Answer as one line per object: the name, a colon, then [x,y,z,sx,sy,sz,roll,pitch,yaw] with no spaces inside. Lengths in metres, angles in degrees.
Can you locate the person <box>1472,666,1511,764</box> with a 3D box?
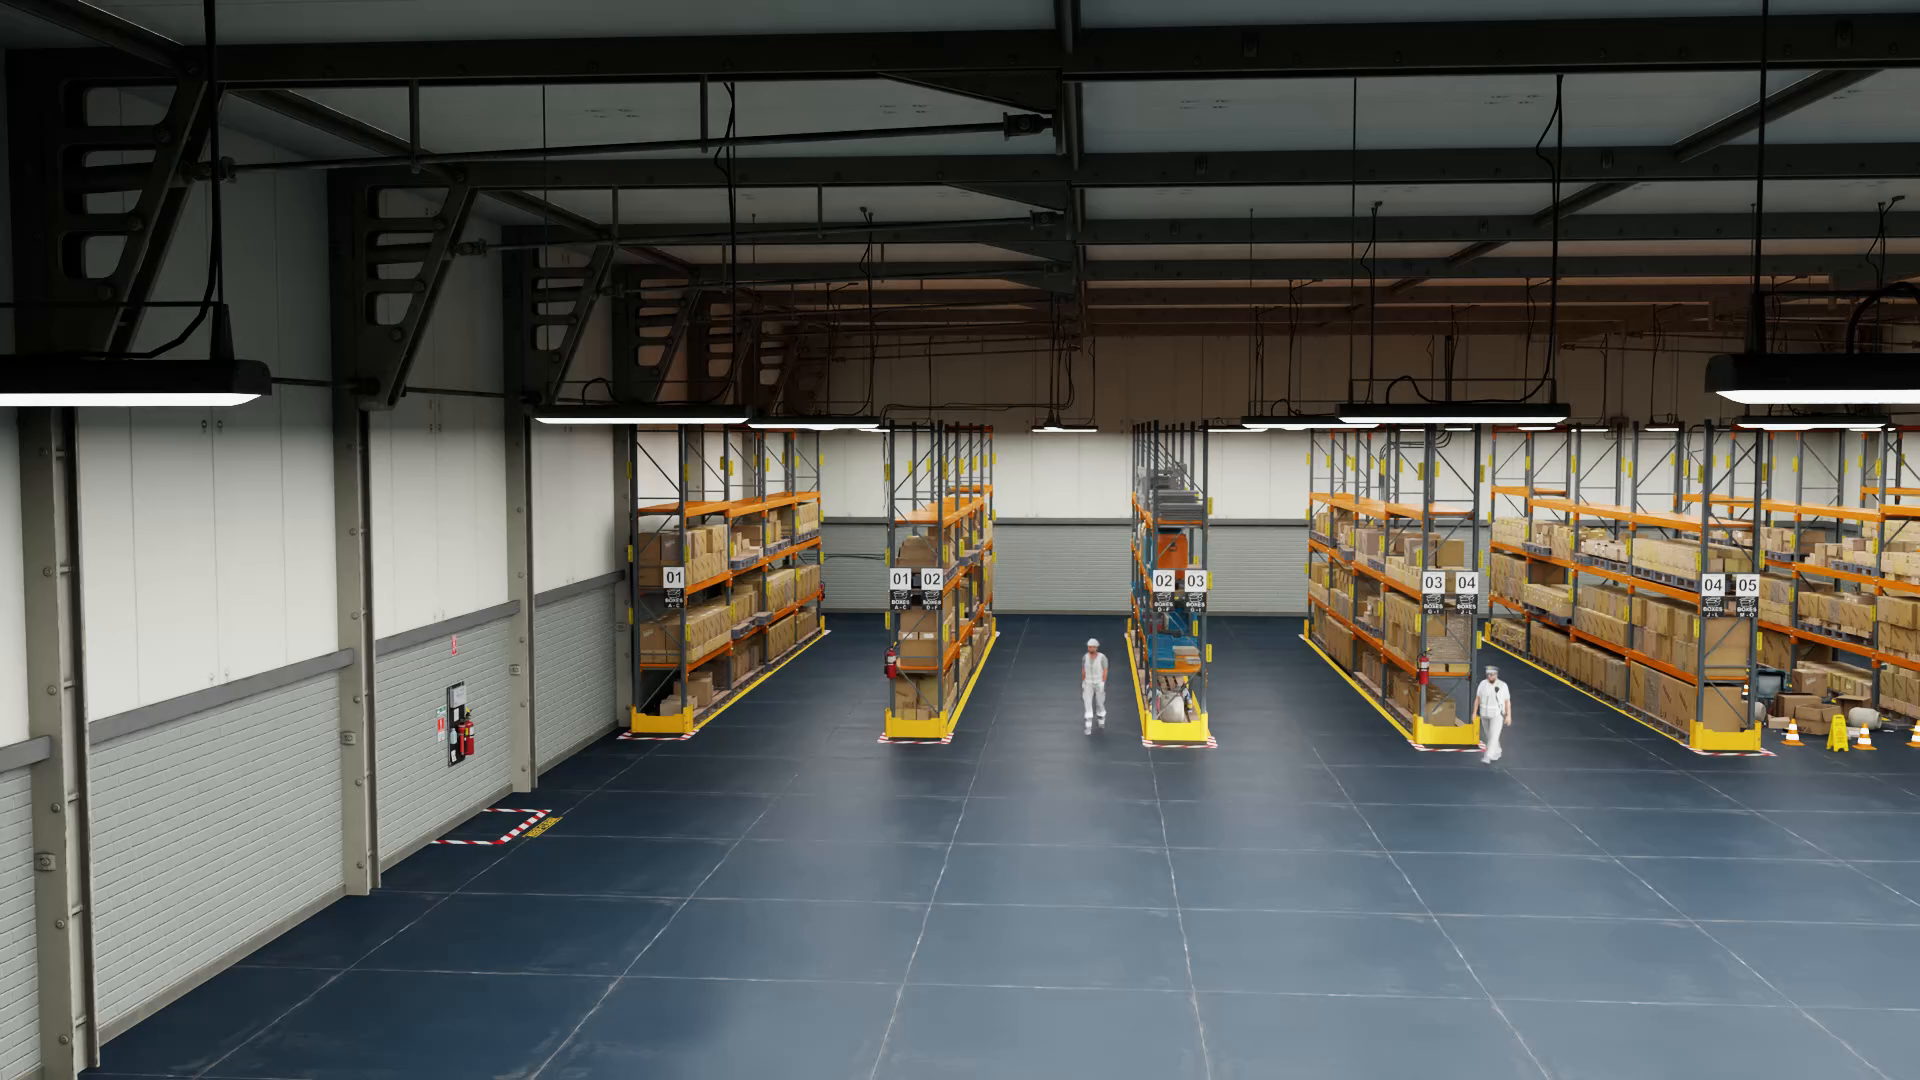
person: [9.185,3.028,28.865,1.087,1.692,0.565,-3,5,-42]

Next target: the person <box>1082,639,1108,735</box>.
person: [2.573,2.805,32.054,0.553,1.788,0.806,1,4,21]

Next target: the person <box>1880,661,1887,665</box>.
person: [23.139,2.388,41.234,0.408,1.506,0.642,-1,4,-18]
